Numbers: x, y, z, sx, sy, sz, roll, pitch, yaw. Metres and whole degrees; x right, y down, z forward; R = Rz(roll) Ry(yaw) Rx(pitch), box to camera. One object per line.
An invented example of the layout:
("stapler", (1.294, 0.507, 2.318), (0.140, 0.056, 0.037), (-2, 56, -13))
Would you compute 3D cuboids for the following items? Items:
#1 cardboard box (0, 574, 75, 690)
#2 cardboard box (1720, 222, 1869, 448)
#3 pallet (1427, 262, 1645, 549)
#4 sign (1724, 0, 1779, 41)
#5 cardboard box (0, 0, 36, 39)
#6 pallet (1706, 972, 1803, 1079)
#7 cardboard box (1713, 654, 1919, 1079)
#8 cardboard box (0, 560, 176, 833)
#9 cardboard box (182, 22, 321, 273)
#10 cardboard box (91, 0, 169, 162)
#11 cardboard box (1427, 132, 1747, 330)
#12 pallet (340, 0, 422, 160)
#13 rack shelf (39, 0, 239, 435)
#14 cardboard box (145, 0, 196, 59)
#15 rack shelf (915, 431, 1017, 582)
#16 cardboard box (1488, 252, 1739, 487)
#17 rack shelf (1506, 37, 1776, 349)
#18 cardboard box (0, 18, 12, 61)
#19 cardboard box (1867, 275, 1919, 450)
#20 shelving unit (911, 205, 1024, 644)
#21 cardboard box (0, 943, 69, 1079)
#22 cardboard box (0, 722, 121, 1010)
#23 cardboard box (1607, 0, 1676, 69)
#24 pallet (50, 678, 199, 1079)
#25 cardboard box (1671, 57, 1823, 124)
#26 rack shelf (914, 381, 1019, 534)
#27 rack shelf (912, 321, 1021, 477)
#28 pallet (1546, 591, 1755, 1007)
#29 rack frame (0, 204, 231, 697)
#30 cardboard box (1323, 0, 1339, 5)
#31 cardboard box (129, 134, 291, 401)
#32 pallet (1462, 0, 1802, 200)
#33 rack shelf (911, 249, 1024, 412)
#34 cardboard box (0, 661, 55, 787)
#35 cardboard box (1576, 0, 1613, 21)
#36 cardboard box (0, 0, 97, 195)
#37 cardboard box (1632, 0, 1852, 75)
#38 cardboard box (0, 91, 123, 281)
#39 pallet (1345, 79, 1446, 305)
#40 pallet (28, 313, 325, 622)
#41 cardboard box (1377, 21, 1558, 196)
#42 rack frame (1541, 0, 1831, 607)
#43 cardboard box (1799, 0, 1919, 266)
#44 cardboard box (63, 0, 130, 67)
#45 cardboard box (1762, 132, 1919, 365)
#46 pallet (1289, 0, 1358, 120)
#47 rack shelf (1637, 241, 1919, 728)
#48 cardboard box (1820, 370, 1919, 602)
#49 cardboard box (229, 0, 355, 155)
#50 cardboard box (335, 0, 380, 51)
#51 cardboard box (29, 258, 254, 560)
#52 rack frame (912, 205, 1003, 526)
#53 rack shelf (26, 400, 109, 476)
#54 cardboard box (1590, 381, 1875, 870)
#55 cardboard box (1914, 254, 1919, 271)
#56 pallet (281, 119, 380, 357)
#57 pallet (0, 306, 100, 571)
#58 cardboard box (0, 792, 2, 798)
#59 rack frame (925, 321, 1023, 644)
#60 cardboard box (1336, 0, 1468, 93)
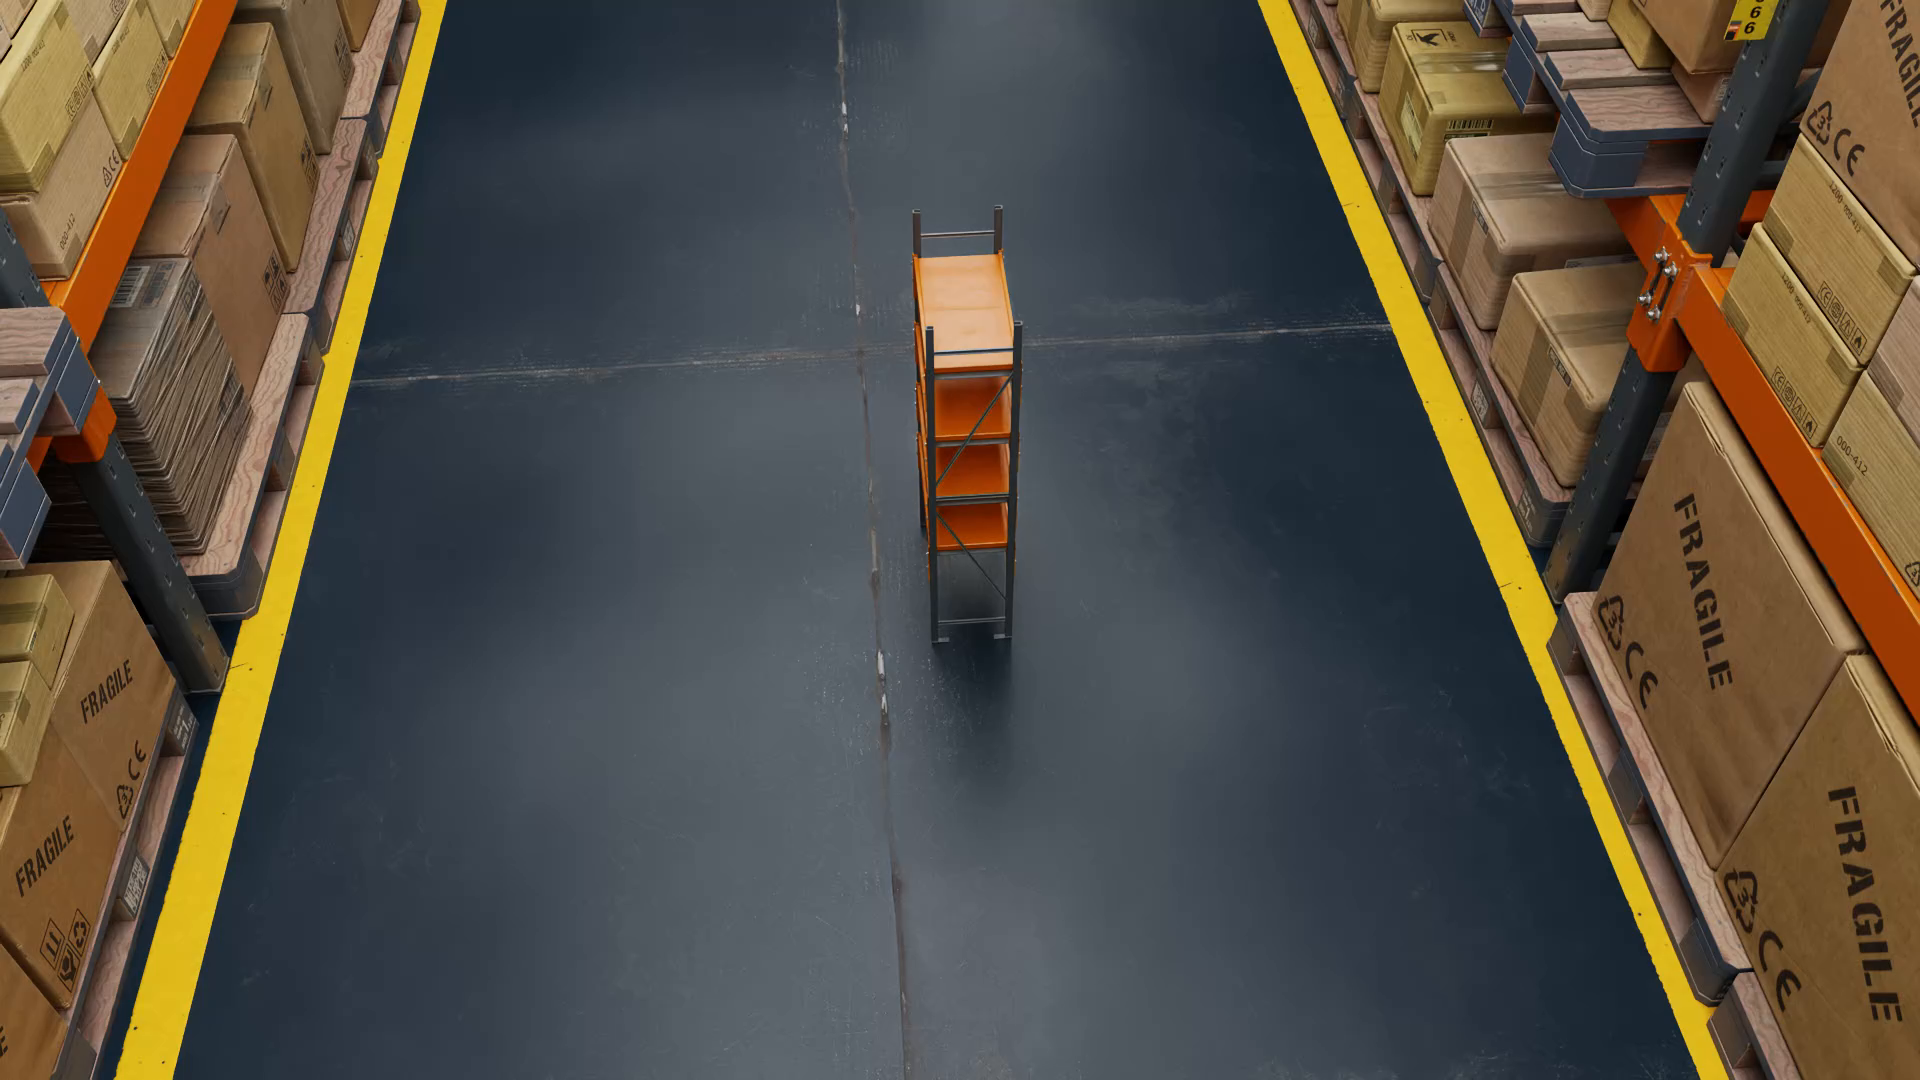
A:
("cardboard box", (-2.352, 0.236, 3.947), (0.380, 0.149, 0.250), (-6, 47, -5))
("cardboard box", (2.090, -0.482, 3.744), (0.500, 0.250, 0.500), (-4, 47, -4))
("pallet", (2.236, -0.510, 5.587), (1.003, 0.211, 1.213), (-3, 47, -3))
("sign", (1.760, -1.234, 3.610), (0.100, 0.325, 0.005), (-3, 47, -3))
("cardboard box", (-2.403, -1.297, 3.897), (0.380, 0.149, 0.250), (-3, 47, -2))
("pallet", (2.390, 1.512, 3.673), (1.003, 0.211, 1.213), (-3, 47, -3))
("cardboard box", (2.346, 0.834, 3.569), (0.875, 0.875, 0.875), (-3, 47, -3))
("cardboard box", (-2.396, 0.410, 4.229), (0.500, 0.500, 0.500), (-2, 47, -2))
("cardboard box", (-2.804, -1.338, 5.797), (0.875, 0.625, 0.625), (-5, 47, -5))
("cardboard box", (-2.477, -1.247, 4.468), (0.500, 0.250, 0.500), (-4, 47, -4))
("cardboard box", (2.193, -1.086, 5.734), (0.950, 0.372, 0.625), (-4, 47, -4))
("pallet", (-2.880, -2.003, 7.002), (1.003, 0.211, 1.213), (-3, 47, -3))
("rack shelf", (-2.813, -1.798, 5.383), (1.077, 0.370, 4.000), (-3, 47, -3))
("cardboard box", (-2.527, -1.619, 4.821), (0.500, 0.250, 0.500), (-5, 47, -5))
("rack shelf", (0.014, -0.110, 4.894), (0.258, 0.148, 0.480), (-3, 47, -3))
("cardboard box", (2.263, -0.553, 5.228), (0.950, 0.372, 0.625), (-6, 47, -6))
("rack shelf", (2.133, -2.103, 5.671), (1.077, 0.370, 4.000), (-3, 47, -3))
("cardboard box", (-2.379, -1.104, 3.714), (0.380, 0.149, 0.250), (-2, 47, -2))
("cardboard box", (2.139, -0.268, 3.196), (0.500, 0.250, 0.500), (-2, 47, -2))
("shelving unit", (0.014, -0.293, 4.701), (0.258, 1.200, 0.503), (-3, 47, -3))
("cardboard box", (-2.318, 1.151, 3.527), (0.500, 0.500, 0.500), (-2, 47, -2))
("cardboard box", (-2.365, 0.772, 3.885), (0.500, 0.500, 0.500), (-4, 47, -4))
("cardboard box", (1.944, -1.373, 4.369), (0.380, 0.149, 0.250), (-3, 47, -3))
("pallet", (-2.621, 0.903, 4.250), (1.003, 0.211, 1.213), (-3, 47, -3))
("cardboard box", (2.038, -1.184, 4.189), (0.380, 0.149, 0.250), (-2, 47, -2))
("rack shelf", (0.014, -0.247, 4.750), (0.258, 0.148, 0.480), (-3, 47, -3))
("rack shelf", (0.014, -0.400, 4.587), (0.258, 0.148, 0.480), (-3, 47, -3))
("pallet", (2.291, 0.631, 4.507), (1.003, 0.211, 1.213), (-3, 47, -3))
("rack frame", (-2.646, -0.598, 3.751), (1.000, 3.000, 0.127), (-3, 47, -3))
("cardboard box", (2.012, -2.658, 7.222), (0.950, 0.372, 0.625), (-3, 47, -3))
("cardboard box", (-2.747, -0.851, 5.336), (0.875, 0.625, 0.625), (-2, 47, -2))
("pallet", (2.134, -1.346, 4.591), (1.213, 0.211, 1.003), (-3, 47, -3))
("rack shelf", (0.014, -0.563, 4.416), (0.258, 0.148, 0.480), (-3, 47, -3))
("cardboard box", (-2.298, 0.431, 3.761), (0.380, 0.149, 0.250), (-6, 47, -5))
("cardboard box", (1.878, -1.553, 4.539), (0.380, 0.149, 0.250), (-4, 47, -4))
("cardboard box", (-2.415, -1.056, 3.943), (0.500, 0.250, 0.500), (-4, 47, -3))
("cardboard box", (1.985, -1.496, 4.038), (0.500, 0.500, 0.500), (-5, 47, -4))
("cardboard box", (-2.439, -0.883, 4.123), (0.500, 0.250, 0.500), (-3, 47, -3))
("pallet", (2.137, -1.390, 6.421), (1.003, 0.211, 1.213), (-3, 47, -3))
("pallet", (-2.676, -0.238, 5.330), (1.003, 0.211, 1.213), (-3, 47, -3))
("cardboard box", (2.135, -1.636, 6.254), (0.950, 0.372, 0.625), (-2, 47, -2))
("rack frame", (2.300, -0.903, 4.039), (1.000, 3.000, 0.127), (-3, 47, -3))
("cardboard box", (2.098, -0.909, 3.288), (0.500, 0.500, 0.500), (-5, 47, -5))
("cardboard box", (-2.480, -1.417, 4.285), (0.500, 0.250, 0.500), (-2, 47, -2))
("cardboard box", (2.096, -0.642, 3.551), (0.500, 0.250, 0.500), (-4, 47, -4))
("pallet", (2.032, -2.275, 7.259), (1.003, 0.211, 1.213), (-3, 47, -3))
("rack shelf", (2.468, 0.791, 2.930), (1.077, 0.370, 4.000), (-3, 47, -3))
("cardboard box", (2.151, -0.112, 3.393), (0.500, 0.250, 0.500), (-5, 47, -4))
("cardboard box", (-2.869, -1.882, 6.312), (0.875, 0.625, 0.625), (-4, 47, -4))
("cardboard box", (-2.926, -2.444, 6.845), (0.875, 0.625, 0.625), (-2, 47, -2))
("cardboard box", (-2.684, -0.378, 4.889), (0.875, 0.625, 0.625), (-2, 47, -2))
("rack frame", (-0.007, -0.469, 4.868), (0.240, 1.200, 0.015), (-3, 47, -3))
("rack shelf", (-2.478, 1.096, 2.642), (1.077, 0.370, 4.000), (-3, 47, -3))
("cardboard box", (2.275, 0.188, 4.180), (0.875, 0.875, 0.875), (-4, 47, -4))
("cardboard box", (2.149, -0.551, 2.948), (0.500, 0.500, 0.500), (-3, 47, -3))
("pallet", (-2.775, -1.118, 6.164), (1.003, 0.211, 1.213), (-3, 47, -3))
("pallet", (-2.519, -0.046, 3.360), (1.213, 0.211, 1.003), (-3, 47, -3))
("cardboard box", (-2.320, 0.624, 3.578), (0.380, 0.149, 0.250), (-5, 47, -5))
("rack frame", (0.034, -0.116, 4.534), (0.240, 1.200, 0.015), (-3, 47, -3))
("cardboard box", (2.075, -2.138, 6.730), (0.950, 0.372, 0.625), (-1, 47, -1))
